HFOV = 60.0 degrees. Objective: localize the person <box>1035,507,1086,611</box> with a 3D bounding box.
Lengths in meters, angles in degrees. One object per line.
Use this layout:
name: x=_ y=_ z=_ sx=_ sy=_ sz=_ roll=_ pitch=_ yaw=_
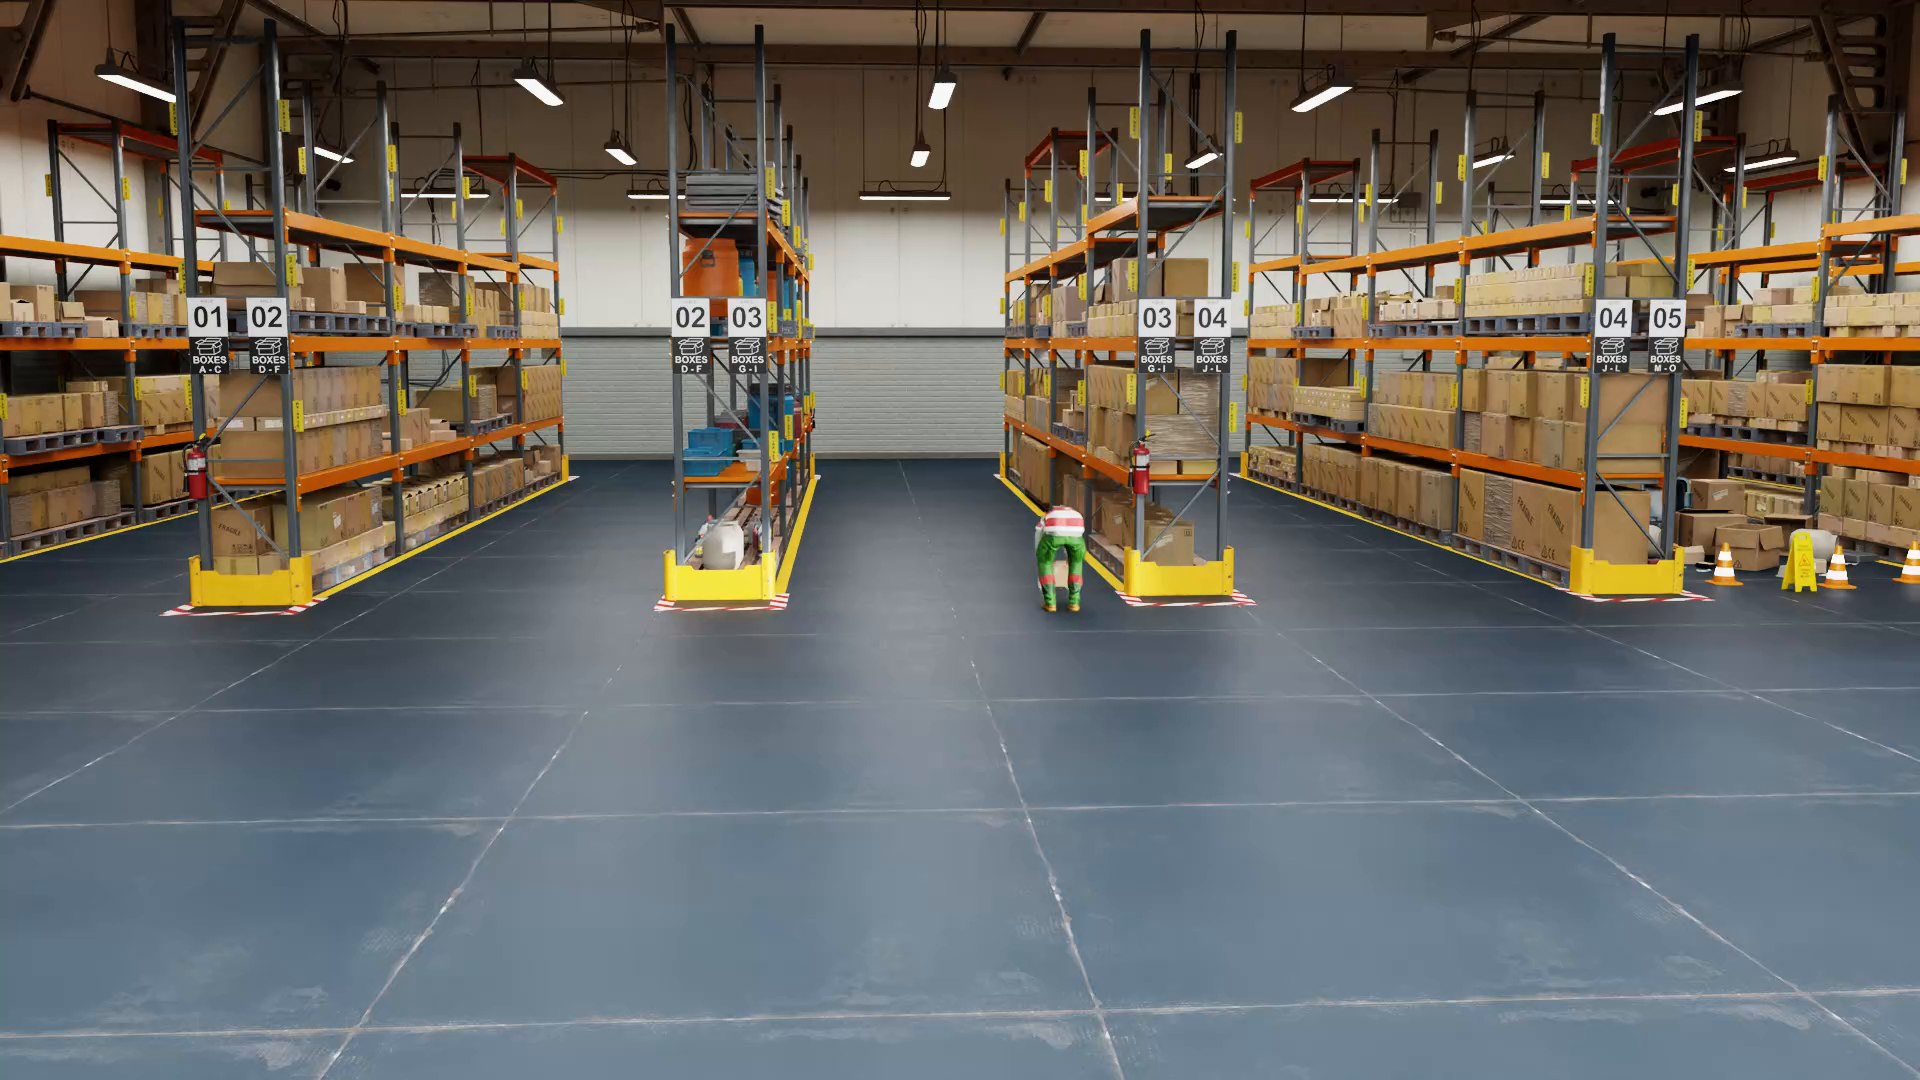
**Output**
person: x=1.024 y=0.167 z=17.300 sx=0.517 sy=1.060 sz=0.962 roll=-1 pitch=7 yaw=-6
